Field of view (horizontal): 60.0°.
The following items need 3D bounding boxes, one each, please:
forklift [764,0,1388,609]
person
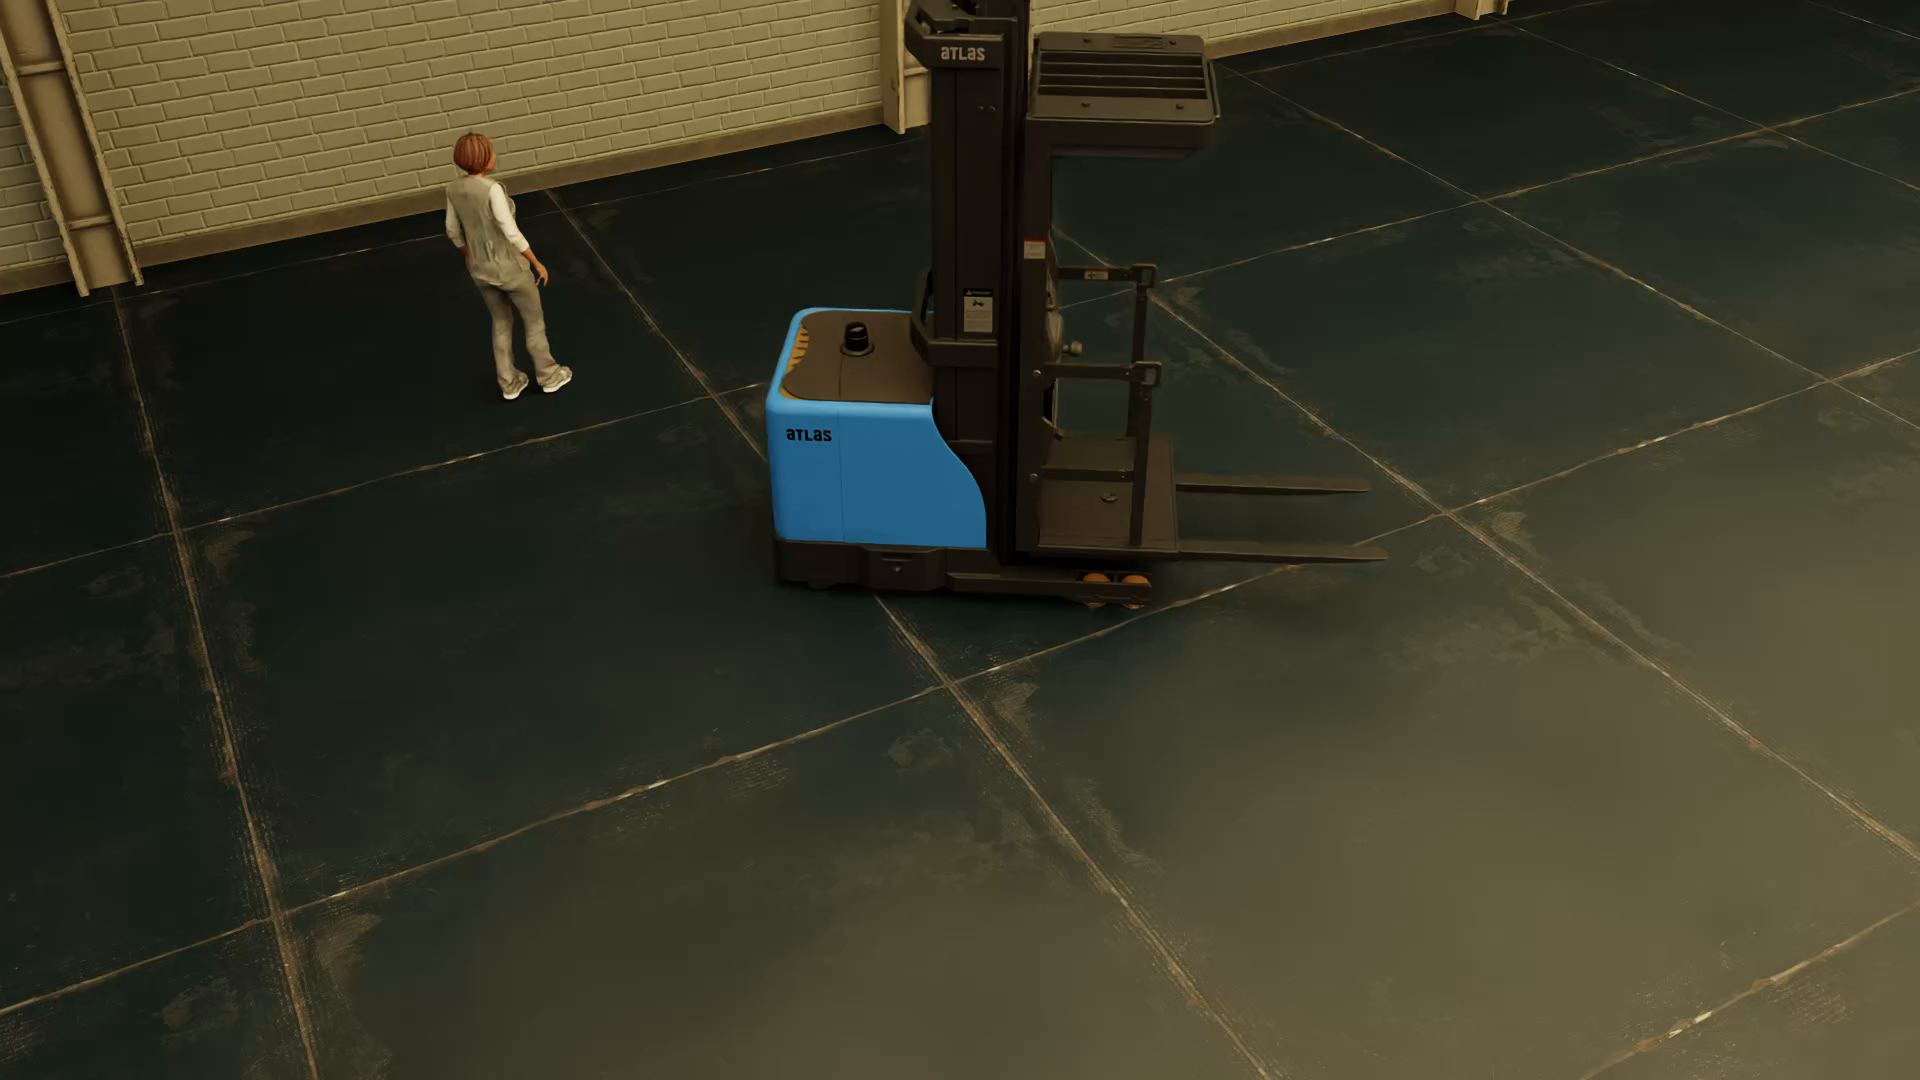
[{"bbox_3d":[0.612,-1.178,7.789,3.031,2.935,1.130,2,35,3],"label":"forklift"},{"bbox_3d":[-2.583,-1.570,9.503,0.580,1.598,0.450,13,37,17],"label":"person"}]
